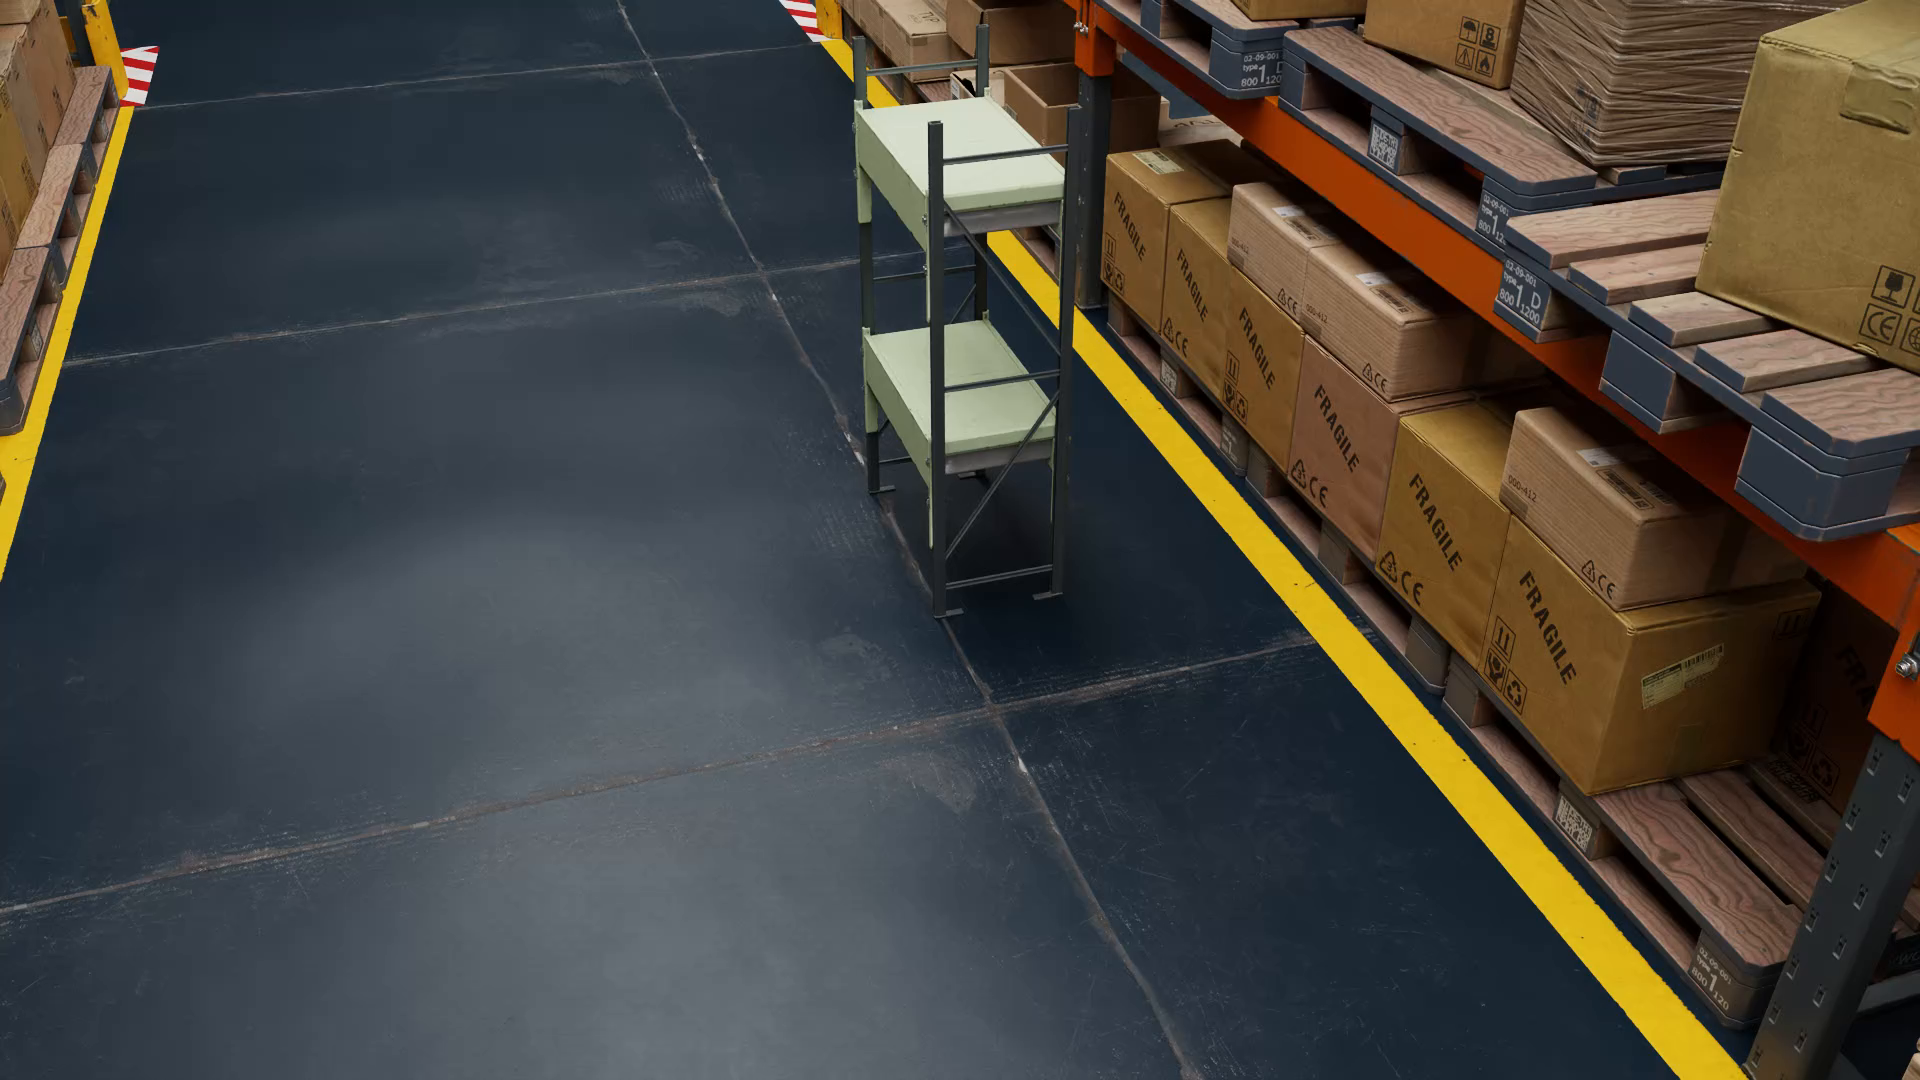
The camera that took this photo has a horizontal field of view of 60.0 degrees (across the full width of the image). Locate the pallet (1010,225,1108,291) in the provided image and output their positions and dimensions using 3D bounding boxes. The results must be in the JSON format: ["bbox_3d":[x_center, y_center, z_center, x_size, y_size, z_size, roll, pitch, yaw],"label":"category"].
[{"bbox_3d":[0.730,-1.473,7.288,1.003,0.211,1.213,-10,35,-15],"label":"pallet"}]

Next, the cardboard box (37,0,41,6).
[{"bbox_3d":[-4.476,-2.556,7.696,0.380,0.149,0.250,-10,35,-15],"label":"cardboard box"}]

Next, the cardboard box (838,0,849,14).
[{"bbox_3d":[-0.481,-3.092,9.396,0.380,0.149,0.250,-10,35,-15],"label":"cardboard box"}]

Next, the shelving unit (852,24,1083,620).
[{"bbox_3d":[0.002,-0.622,4.831,0.431,1.500,0.755,-10,35,-15],"label":"shelving unit"}]

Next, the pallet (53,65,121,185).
[{"bbox_3d":[-4.679,-1.971,8.041,1.003,0.211,1.213,-10,35,-15],"label":"pallet"}]

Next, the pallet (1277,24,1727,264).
[{"bbox_3d":[1.561,-1.116,4.392,1.003,0.211,1.213,-10,35,-15],"label":"pallet"}]

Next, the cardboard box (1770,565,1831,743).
[{"bbox_3d":[2.127,0.123,4.211,0.500,0.500,0.500,-11,35,-16],"label":"cardboard box"}]

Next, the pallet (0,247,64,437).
[{"bbox_3d":[-3.935,-0.690,6.102,1.003,0.211,1.213,-10,35,-15],"label":"pallet"}]

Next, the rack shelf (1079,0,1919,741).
[{"bbox_3d":[1.549,-0.925,4.582,1.077,0.370,4.000,-10,35,-15],"label":"rack shelf"}]

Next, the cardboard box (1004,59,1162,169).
[{"bbox_3d":[0.495,-1.668,6.921,0.500,0.500,0.500,-10,35,-15],"label":"cardboard box"}]

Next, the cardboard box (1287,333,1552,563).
[{"bbox_3d":[1.327,-0.314,4.873,0.500,0.500,0.500,-11,35,-17],"label":"cardboard box"}]

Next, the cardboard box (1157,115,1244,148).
[{"bbox_3d":[1.017,-1.594,6.981,0.500,0.311,0.500,-10,35,-15],"label":"cardboard box"}]

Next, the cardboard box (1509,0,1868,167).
[{"bbox_3d":[1.762,-1.216,3.898,0.700,0.500,0.500,-4,34,-6],"label":"cardboard box"}]

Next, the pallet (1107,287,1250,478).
[{"bbox_3d":[1.223,-0.691,6.105,1.003,0.211,1.213,-10,35,-15],"label":"pallet"}]

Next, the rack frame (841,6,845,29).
[{"bbox_3d":[-0.281,-4.376,9.151,1.000,3.000,0.127,-10,35,-15],"label":"rack frame"}]

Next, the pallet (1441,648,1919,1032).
[{"bbox_3d":[1.967,0.590,4.166,1.003,0.211,1.213,-10,35,-15],"label":"pallet"}]

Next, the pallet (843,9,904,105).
[{"bbox_3d":[-0.014,-2.754,9.226,1.003,0.211,1.213,-10,35,-15],"label":"pallet"}]

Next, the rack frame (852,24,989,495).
[{"bbox_3d":[-0.110,-0.814,5.122,0.400,1.500,0.023,-10,35,-15],"label":"rack frame"}]

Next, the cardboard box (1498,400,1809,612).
[{"bbox_3d":[1.629,-0.109,3.883,0.500,0.250,0.500,-9,34,-13],"label":"cardboard box"}]

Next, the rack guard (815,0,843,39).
[{"bbox_3d":[-0.258,-3.293,9.780,1.175,0.500,0.348,-10,35,-15],"label":"rack guard"}]

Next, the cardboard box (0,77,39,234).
[{"bbox_3d":[-4.213,-1.517,6.711,0.700,0.500,0.500,-9,35,-14],"label":"cardboard box"}]

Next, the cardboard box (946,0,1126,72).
[{"bbox_3d":[0.361,-2.403,8.031,0.797,0.503,0.637,-10,35,-15],"label":"cardboard box"}]

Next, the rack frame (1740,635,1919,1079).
[{"bbox_3d":[2.159,-0.175,2.795,1.000,3.000,0.127,-10,35,-15],"label":"rack frame"}]

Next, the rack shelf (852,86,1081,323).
[{"bbox_3d":[0.002,-0.948,4.616,0.431,0.370,0.720,-10,35,-15],"label":"rack shelf"}]

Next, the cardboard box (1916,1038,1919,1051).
[{"bbox_3d":[2.039,0.887,2.791,0.500,0.311,0.500,-9,34,-13],"label":"cardboard box"}]

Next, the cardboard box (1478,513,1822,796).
[{"bbox_3d":[1.650,0.232,4.046,0.500,0.500,0.500,-9,34,-13],"label":"cardboard box"}]

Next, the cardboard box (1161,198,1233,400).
[{"bbox_3d":[1.028,-0.843,5.673,0.500,0.500,0.500,-10,35,-14],"label":"cardboard box"}]

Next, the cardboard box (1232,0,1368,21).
[{"bbox_3d":[1.140,-1.856,4.866,0.700,0.500,0.500,-5,34,-7],"label":"cardboard box"}]

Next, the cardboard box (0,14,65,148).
[{"bbox_3d":[-4.536,-2.060,7.532,0.700,0.500,0.500,-10,35,-15],"label":"cardboard box"}]

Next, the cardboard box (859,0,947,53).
[{"bbox_3d":[-0.233,-2.816,8.886,0.500,0.250,0.500,-10,35,-15],"label":"cardboard box"}]

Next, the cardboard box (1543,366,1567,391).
[{"bbox_3d":[1.815,-0.414,5.025,0.500,0.500,0.500,-11,35,-16],"label":"cardboard box"}]

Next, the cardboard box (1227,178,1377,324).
[{"bbox_3d":[1.159,-0.909,5.093,0.500,0.250,0.500,-10,35,-15],"label":"cardboard box"}]
